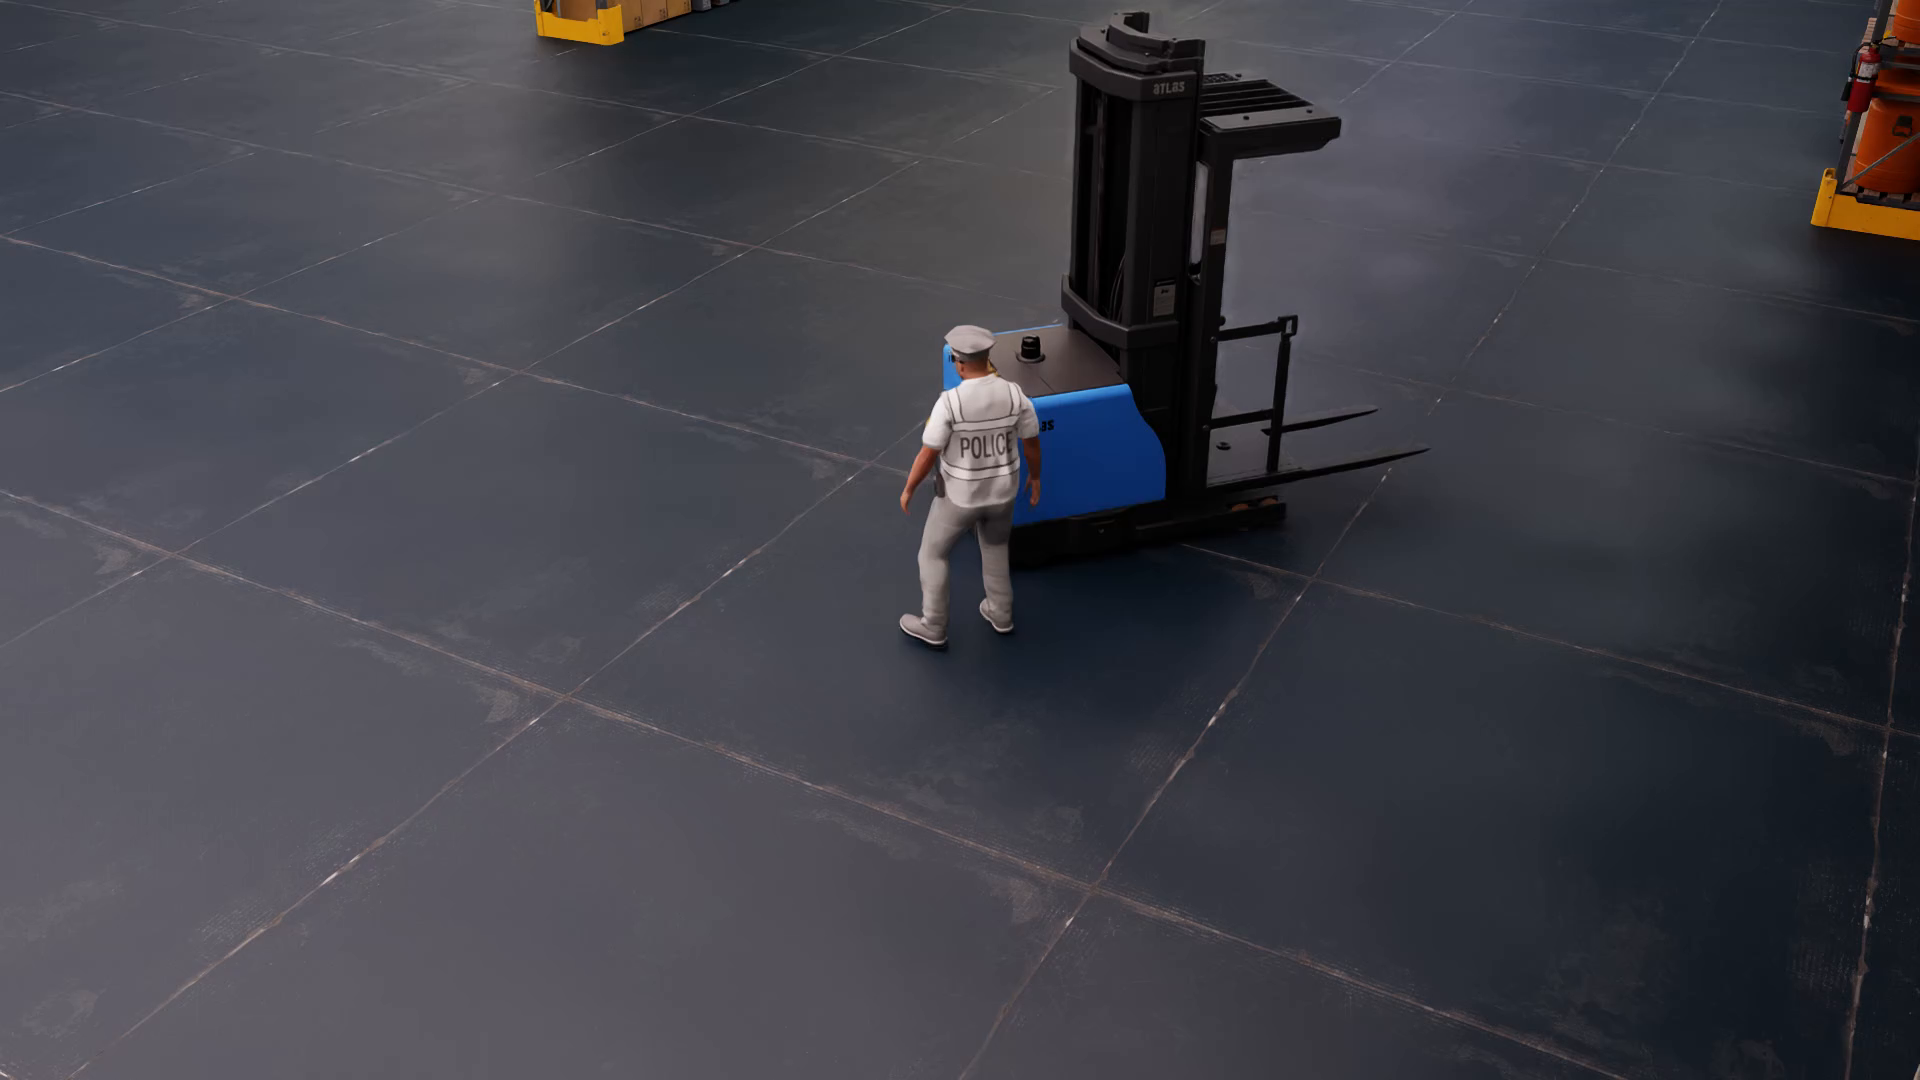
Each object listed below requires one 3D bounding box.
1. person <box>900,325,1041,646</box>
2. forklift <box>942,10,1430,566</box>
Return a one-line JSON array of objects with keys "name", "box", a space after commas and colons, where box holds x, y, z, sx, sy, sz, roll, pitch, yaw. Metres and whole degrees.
[{"name": "person", "box": [0.079, -0.271, 8.745, 0.773, 1.726, 0.381, -12, 32, -20]}, {"name": "forklift", "box": [1.458, -1.560, 9.773, 3.031, 2.935, 1.130, -10, 32, -17]}]
